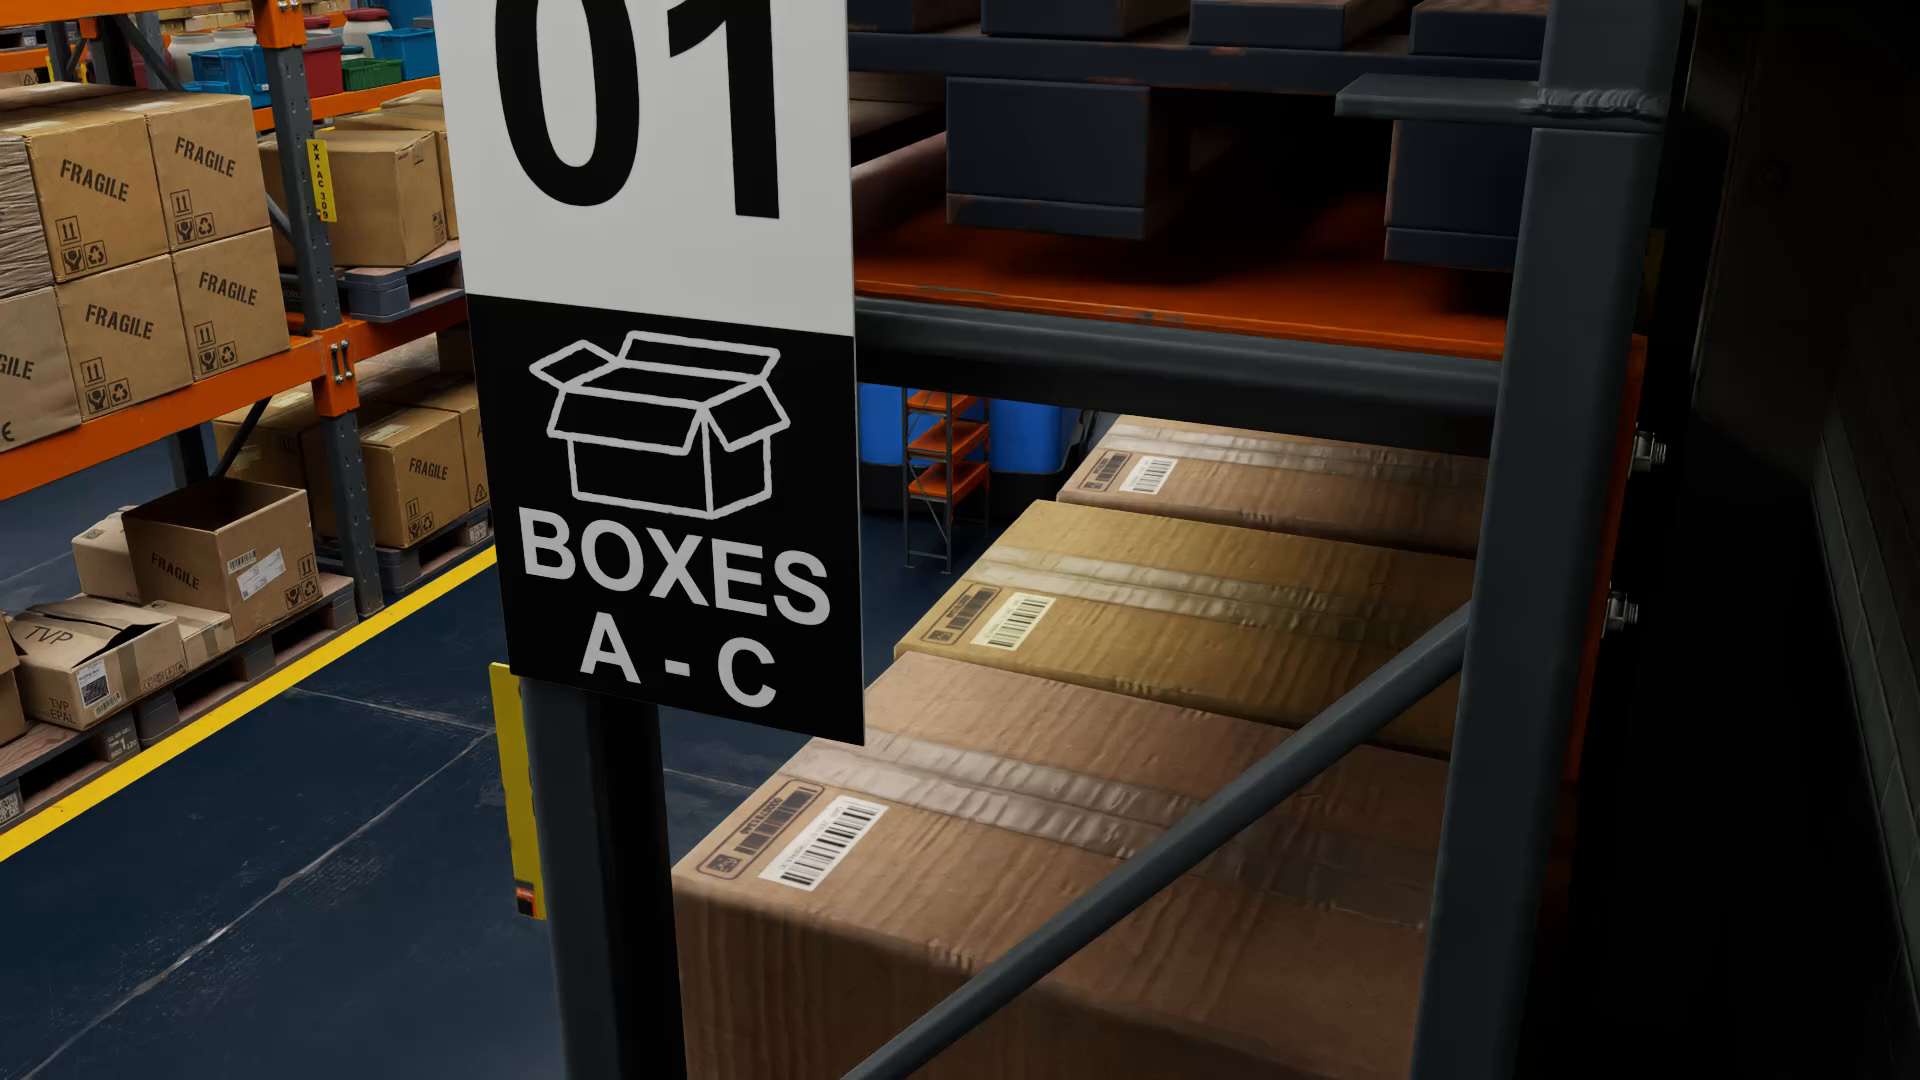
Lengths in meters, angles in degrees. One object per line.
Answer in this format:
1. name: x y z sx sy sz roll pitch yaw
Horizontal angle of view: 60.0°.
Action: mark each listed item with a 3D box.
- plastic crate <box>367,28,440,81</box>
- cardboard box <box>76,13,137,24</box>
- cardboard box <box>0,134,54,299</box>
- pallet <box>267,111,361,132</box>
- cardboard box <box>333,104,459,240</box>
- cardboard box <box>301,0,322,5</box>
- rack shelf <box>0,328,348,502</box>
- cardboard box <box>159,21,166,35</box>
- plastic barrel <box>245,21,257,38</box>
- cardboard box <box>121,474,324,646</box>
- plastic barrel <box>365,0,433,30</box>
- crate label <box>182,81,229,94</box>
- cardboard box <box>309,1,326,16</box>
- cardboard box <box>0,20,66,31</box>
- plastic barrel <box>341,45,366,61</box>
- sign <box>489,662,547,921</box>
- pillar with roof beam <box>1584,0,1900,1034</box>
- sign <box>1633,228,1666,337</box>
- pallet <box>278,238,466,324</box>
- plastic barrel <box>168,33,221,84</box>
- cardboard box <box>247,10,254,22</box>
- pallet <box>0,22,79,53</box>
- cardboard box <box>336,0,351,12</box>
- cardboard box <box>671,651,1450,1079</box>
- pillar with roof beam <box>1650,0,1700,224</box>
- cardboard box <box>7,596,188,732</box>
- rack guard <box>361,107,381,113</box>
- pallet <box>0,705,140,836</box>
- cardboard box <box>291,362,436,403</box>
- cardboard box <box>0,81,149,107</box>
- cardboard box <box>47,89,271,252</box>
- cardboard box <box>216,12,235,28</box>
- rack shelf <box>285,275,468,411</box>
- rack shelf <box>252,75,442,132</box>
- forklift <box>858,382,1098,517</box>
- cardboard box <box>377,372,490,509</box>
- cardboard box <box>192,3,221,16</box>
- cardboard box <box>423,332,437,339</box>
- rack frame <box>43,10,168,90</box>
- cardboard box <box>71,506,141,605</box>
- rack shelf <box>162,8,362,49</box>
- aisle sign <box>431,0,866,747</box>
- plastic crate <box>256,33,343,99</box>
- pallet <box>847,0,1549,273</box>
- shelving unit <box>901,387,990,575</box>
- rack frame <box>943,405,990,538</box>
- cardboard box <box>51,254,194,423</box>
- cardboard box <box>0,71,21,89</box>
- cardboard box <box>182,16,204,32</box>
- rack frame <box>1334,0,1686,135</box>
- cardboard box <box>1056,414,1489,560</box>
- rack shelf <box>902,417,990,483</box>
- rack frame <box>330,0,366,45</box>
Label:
1. plastic crate: -4.828 -4.249 14.552 0.392 0.384 0.575 9 24 20
2. cardboard box: -9.081 -5.740 17.585 0.875 0.500 0.500 9 24 20
3. cardboard box: -3.404 -1.048 5.440 0.500 0.500 0.500 9 24 20
4. pallet: -8.183 -5.237 20.513 1.003 0.211 1.213 9 24 20
5. cardboard box: -2.501 -1.755 7.885 0.700 0.500 0.500 13 26 28
6. cardboard box: -8.124 -6.631 19.717 0.875 0.500 0.500 9 24 20
7. rack shelf: -3.824 -0.075 5.471 1.077 0.370 4.000 9 24 20
8. cardboard box: -8.774 -5.504 17.861 0.380 0.149 0.250 9 24 20
9. plastic barrel: -5.699 -4.030 13.830 0.433 0.535 0.433 0 23 0
10. cardboard box: -3.029 0.072 6.857 0.500 0.500 0.500 9 24 20
11. plastic barrel: -5.132 -4.832 15.276 0.600 0.901 0.708 9 24 20
12. crate label: -5.688 -3.284 12.438 0.303 0.233 0.416 9 24 20
13. cardboard box: -7.872 -6.403 20.012 0.380 0.149 0.250 9 24 20
14. cardboard box: -9.731 -5.611 16.469 1.000 1.000 1.000 9 24 20
15. plastic barrel: -5.341 -4.180 14.545 0.301 0.262 0.301 0 23 0
16. sign: -0.465 0.291 1.853 0.100 0.325 0.005 9 24 20
17. pillar with roof beam: -1.934 -3.425 4.774 9.100 9.000 0.400 9 24 20
18. sign: 2.035 -0.772 4.980 0.100 0.325 0.005 9 24 20
19. pallet: -2.683 -1.304 7.730 1.003 0.211 1.213 9 24 20
20. plastic barrel: -6.009 -3.715 13.106 0.421 0.512 0.421 0 23 0
21. cardboard box: -8.194 -6.037 19.137 0.380 0.149 0.250 9 24 20
22. pallet: -9.725 -5.064 16.730 1.003 0.211 1.213 9 24 20
23. cardboard box: -7.734 -6.589 20.458 0.380 0.149 0.250 9 24 20
24. cardboard box: 0.214 0.695 2.306 0.980 0.700 0.700 10 25 22
25. pillar with roof beam: 2.523 -7.719 15.054 9.100 9.000 0.400 9 24 20
26. cardboard box: -3.308 0.428 6.251 0.500 0.311 0.500 9 24 20
27. rack guard: -7.848 -5.656 21.141 1.175 0.500 0.348 9 24 20
28. pallet: -3.789 0.848 5.946 1.003 0.211 1.213 9 24 20
29. cardboard box: -2.972 -0.565 8.384 0.500 0.500 0.500 9 24 20
30. cardboard box: -3.517 -1.502 6.526 0.500 0.500 0.500 9 24 21
31. cardboard box: -3.028 -1.412 6.311 0.500 0.500 0.500 9 24 20
32. cardboard box: -8.402 -5.862 18.717 0.380 0.149 0.250 9 24 20
33. rack shelf: -2.338 -1.506 8.897 1.077 0.370 4.000 9 24 20
34. rack shelf: -5.450 -3.648 14.025 1.077 0.370 4.000 9 24 20
35. forklift: 0.232 -1.995 9.223 1.130 2.935 3.031 4 23 9
36. cardboard box: -2.487 -0.503 8.234 0.500 0.500 0.500 9 24 21
37. cardboard box: -8.770 -6.108 18.465 0.875 0.500 0.500 9 24 20
38. cardboard box: -2.599 -0.927 9.250 0.500 0.500 0.500 8 24 18
39. rack frame: -6.193 -3.264 12.173 1.000 3.000 0.127 9 24 20
40. cardboard box: -3.438 0.034 7.193 0.500 0.311 0.500 9 24 20
41. rack shelf: -8.563 -5.789 19.150 1.077 0.370 4.000 9 24 20
42. aisle sign: -0.271 -0.200 1.464 0.394 0.787 0.004 9 24 20
43. plastic crate: -5.308 -3.828 13.440 0.402 0.464 0.583 9 24 20
44. pallet: 0.300 -0.593 2.002 1.003 0.211 1.213 9 24 20
45. shelving unit: -0.062 -0.494 7.877 0.258 1.200 0.503 9 24 20
46. rack frame: 0.029 -0.582 8.086 0.240 1.200 0.015 9 24 20
47. cardboard box: -3.219 -0.768 6.068 0.500 0.500 0.500 9 24 22
48. cardboard box: -12.903 -6.229 21.482 0.875 0.875 0.875 8 24 19
49. cardboard box: -8.559 -5.678 18.278 0.380 0.149 0.250 9 24 20
50. rack frame: 0.034 -1.751 0.768 1.000 3.000 0.127 9 24 20
51. cardboard box: 0.766 0.161 3.584 0.980 0.700 0.700 8 24 17
52. rack shelf: -0.062 -0.432 7.903 0.258 0.148 0.480 9 24 20
53. rack frame: -7.820 -6.836 20.725 1.000 3.000 0.127 9 24 20
